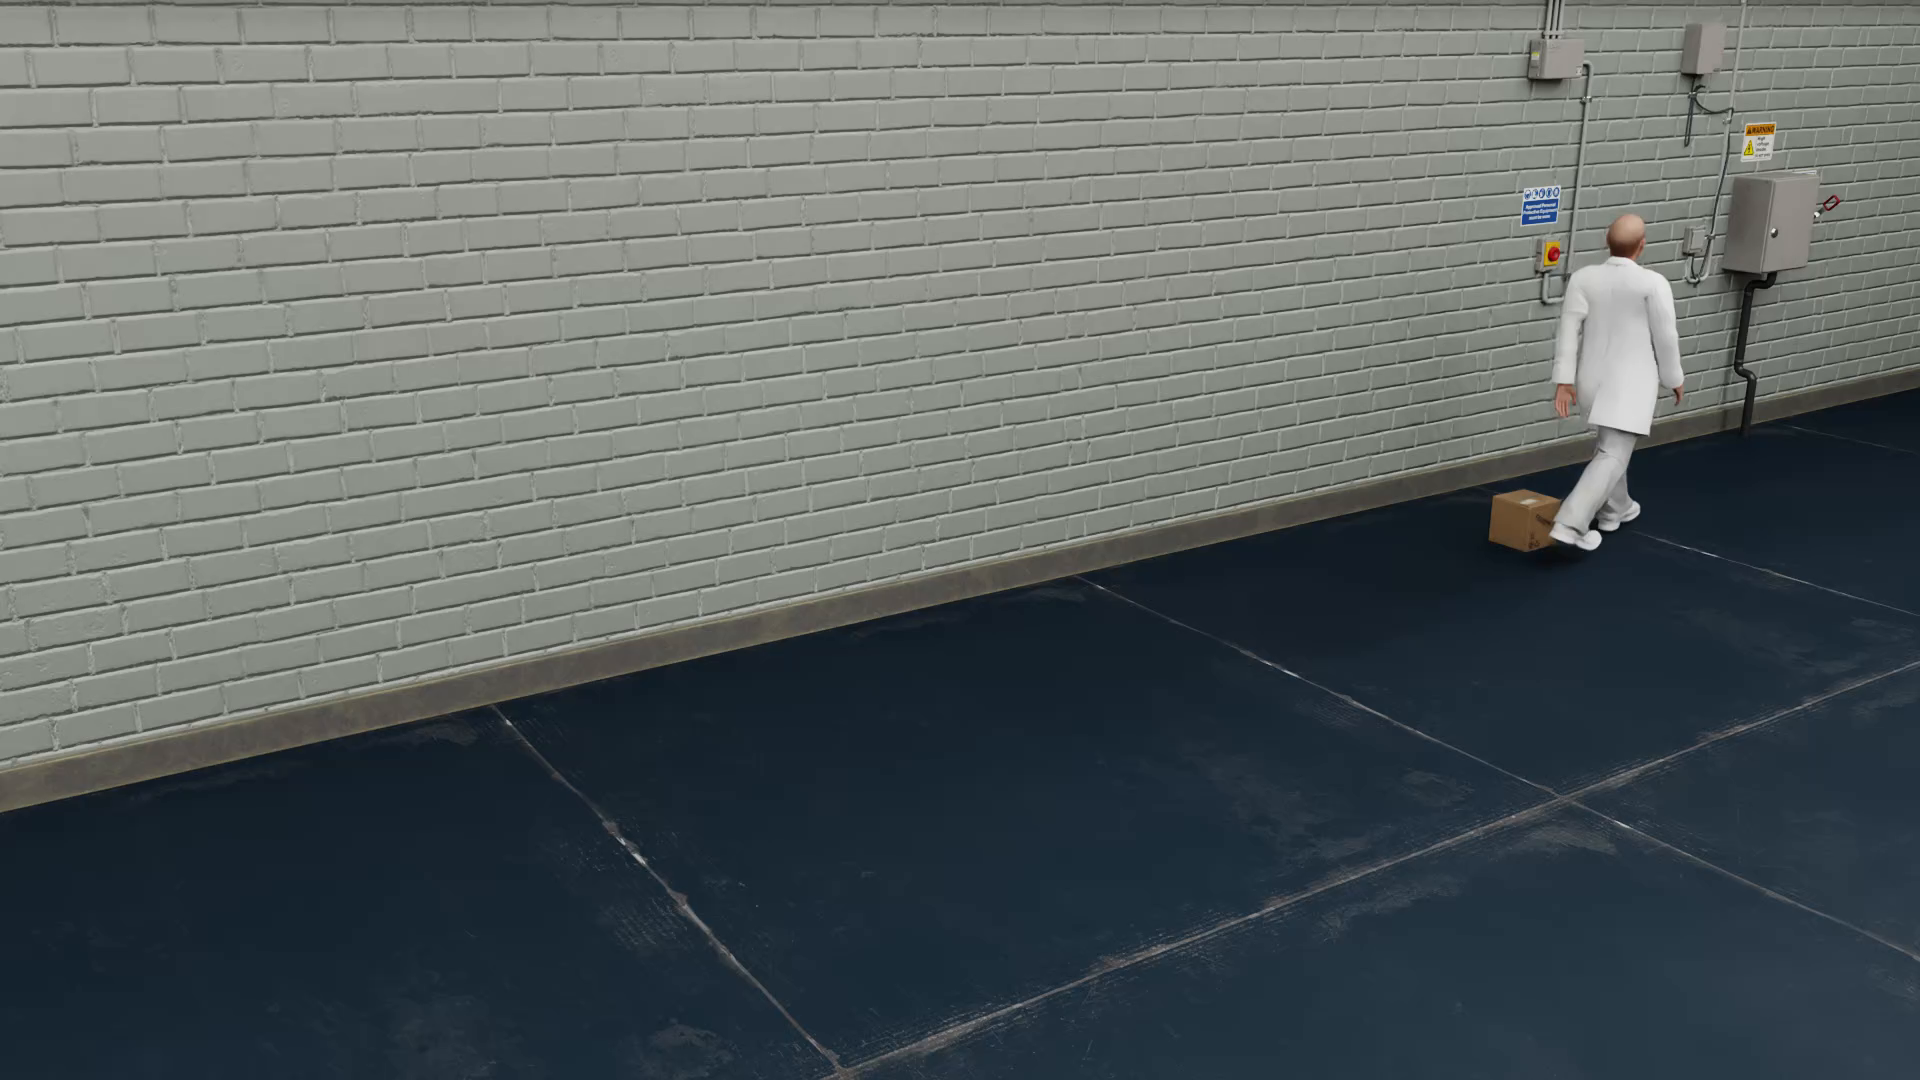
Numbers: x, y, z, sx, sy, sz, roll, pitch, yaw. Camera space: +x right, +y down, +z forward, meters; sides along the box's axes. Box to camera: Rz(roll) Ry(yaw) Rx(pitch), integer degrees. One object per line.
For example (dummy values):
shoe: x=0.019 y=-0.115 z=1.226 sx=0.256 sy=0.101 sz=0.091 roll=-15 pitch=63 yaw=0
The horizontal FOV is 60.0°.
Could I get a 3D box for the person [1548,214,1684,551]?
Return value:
person: x=3.410 y=-0.817 z=8.619 sx=1.102 sy=1.732 sz=0.568 roll=-14 pitch=22 yaw=-37
